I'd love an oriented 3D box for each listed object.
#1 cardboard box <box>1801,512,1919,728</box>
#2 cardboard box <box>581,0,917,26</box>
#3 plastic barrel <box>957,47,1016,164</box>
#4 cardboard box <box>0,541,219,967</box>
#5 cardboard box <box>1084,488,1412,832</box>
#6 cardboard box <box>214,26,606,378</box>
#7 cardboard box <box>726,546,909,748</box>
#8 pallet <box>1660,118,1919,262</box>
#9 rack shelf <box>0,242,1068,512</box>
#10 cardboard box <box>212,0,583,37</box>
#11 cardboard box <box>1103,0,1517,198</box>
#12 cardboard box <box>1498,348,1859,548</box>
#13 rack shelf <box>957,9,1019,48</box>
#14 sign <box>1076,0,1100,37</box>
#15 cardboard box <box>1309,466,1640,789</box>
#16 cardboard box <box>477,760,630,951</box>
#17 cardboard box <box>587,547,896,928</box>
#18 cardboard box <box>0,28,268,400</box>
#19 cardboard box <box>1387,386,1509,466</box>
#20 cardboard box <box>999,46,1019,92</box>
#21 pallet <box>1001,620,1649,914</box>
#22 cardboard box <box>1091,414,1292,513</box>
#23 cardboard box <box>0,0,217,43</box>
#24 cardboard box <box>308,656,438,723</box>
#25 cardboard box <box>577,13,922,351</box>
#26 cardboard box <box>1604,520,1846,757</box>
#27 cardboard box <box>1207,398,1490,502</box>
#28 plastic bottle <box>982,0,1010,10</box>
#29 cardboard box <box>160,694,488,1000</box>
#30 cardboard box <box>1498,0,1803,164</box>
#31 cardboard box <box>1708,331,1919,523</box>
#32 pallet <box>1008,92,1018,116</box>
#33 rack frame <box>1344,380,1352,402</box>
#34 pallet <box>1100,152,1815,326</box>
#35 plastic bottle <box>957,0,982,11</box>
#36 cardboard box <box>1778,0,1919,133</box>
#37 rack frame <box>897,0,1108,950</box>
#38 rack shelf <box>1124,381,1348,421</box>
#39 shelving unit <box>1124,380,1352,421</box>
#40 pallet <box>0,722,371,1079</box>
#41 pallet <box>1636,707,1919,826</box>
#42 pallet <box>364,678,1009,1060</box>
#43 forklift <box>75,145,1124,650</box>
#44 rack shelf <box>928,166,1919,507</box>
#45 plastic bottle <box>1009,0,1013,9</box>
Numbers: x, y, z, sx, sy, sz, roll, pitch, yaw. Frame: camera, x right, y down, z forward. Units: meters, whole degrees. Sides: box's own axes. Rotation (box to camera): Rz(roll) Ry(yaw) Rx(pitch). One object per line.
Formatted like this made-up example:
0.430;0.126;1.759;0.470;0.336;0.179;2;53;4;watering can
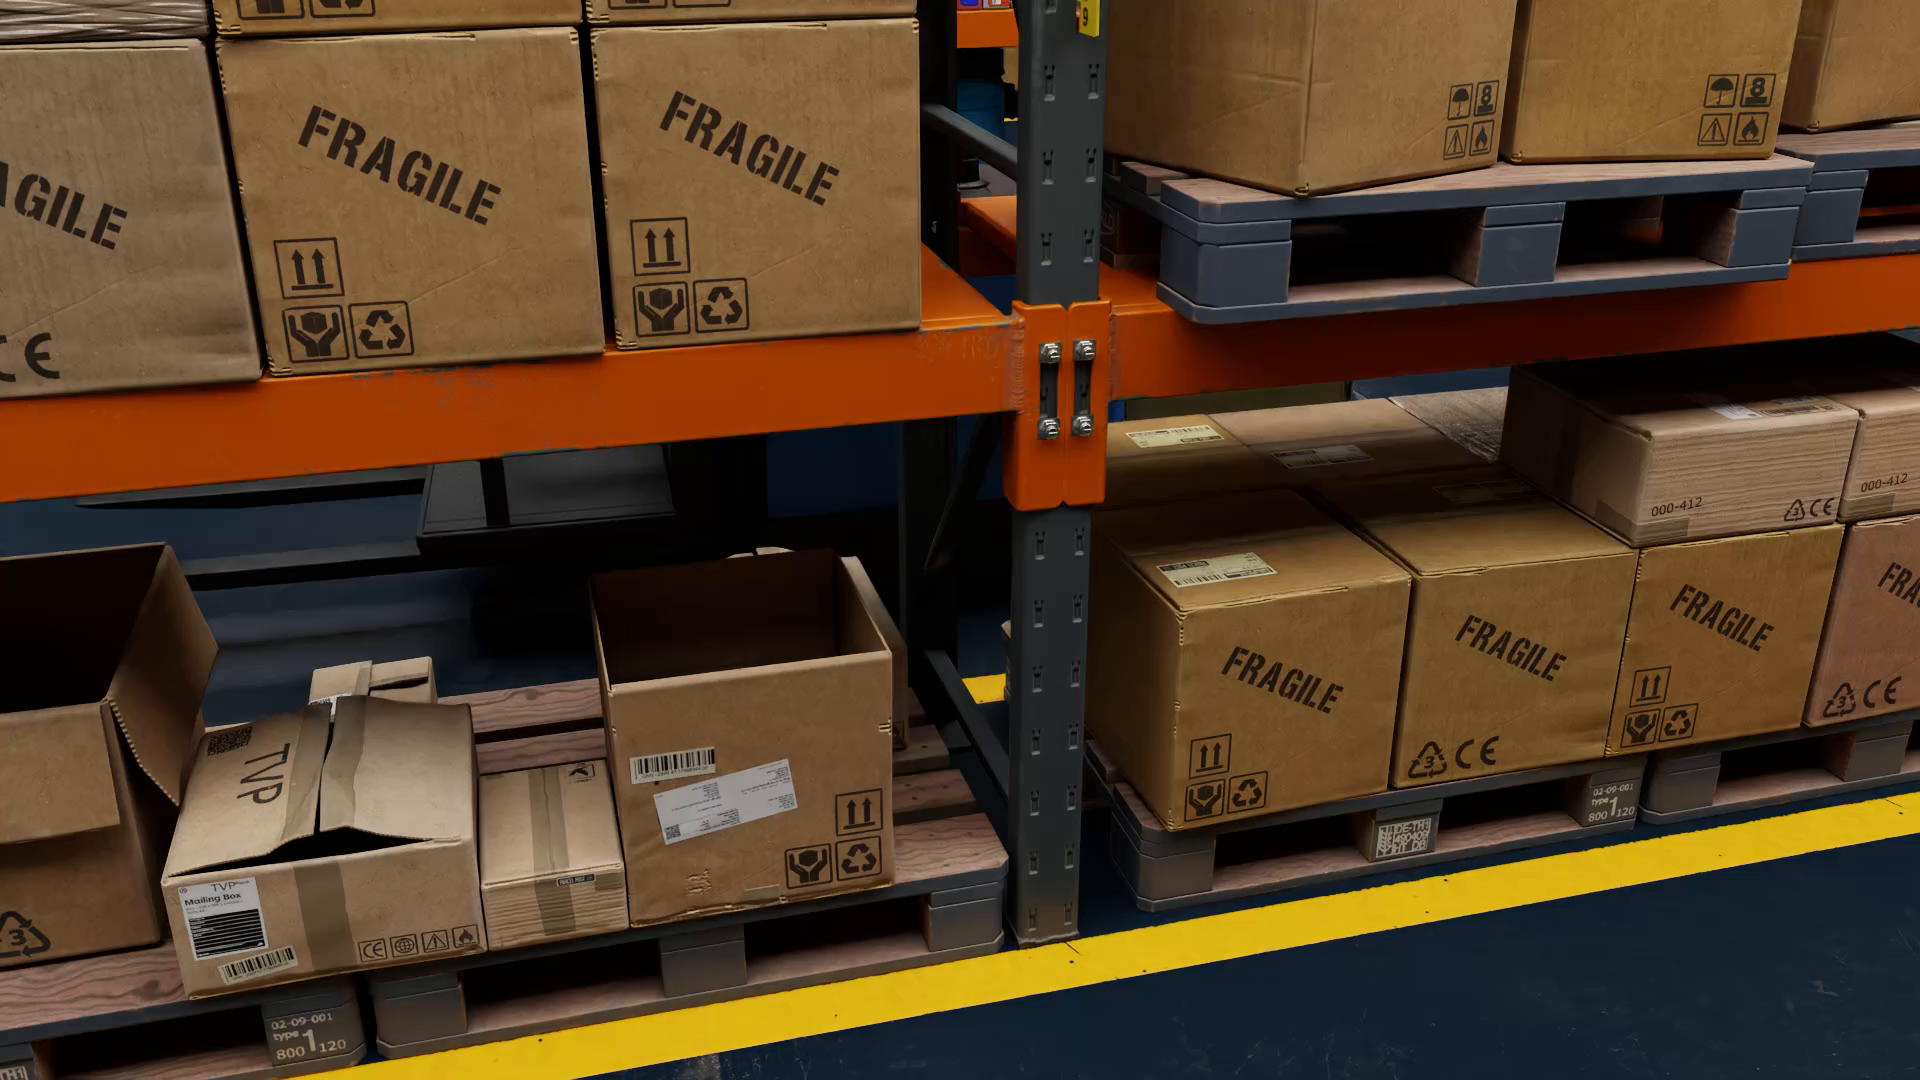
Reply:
2.057;0.069;3.896;0.500;0.500;0.500;-7;24;-16;cardboard box
-0.372;-1.106;2.629;0.500;0.500;0.500;-6;24;-14;cardboard box
-0.079;-1.990;8.211;0.708;0.901;0.600;-6;24;-14;plastic barrel
-1.763;0.394;3.136;0.637;0.503;0.797;-6;24;-14;cardboard box
0.576;0.234;3.512;0.500;0.500;0.500;-7;24;-17;cardboard box
-0.863;-0.593;2.701;0.500;0.500;0.500;-6;24;-13;cardboard box
-0.418;0.243;3.732;0.500;0.311;0.500;-6;24;-14;cardboard box
2.025;-0.882;3.745;1.213;0.211;1.003;-6;24;-14;pallet
-1.881;-0.209;2.846;4.000;0.370;1.077;-6;24;-14;rack shelf
-0.865;-1.051;2.500;0.500;0.500;0.500;-7;24;-15;cardboard box
0.561;-0.958;3.018;0.500;0.500;0.700;-16;28;-32;cardboard box
1.539;-0.217;3.612;0.500;0.250;0.500;-6;24;-14;cardboard box
0.636;-2.516;8.223;4.000;0.370;1.077;-6;24;-14;rack shelf
0.199;-0.946;2.552;0.005;0.325;0.100;-6;24;-14;sign
1.087;0.173;3.654;0.500;0.500;0.500;-6;24;-14;cardboard box
-0.772;0.586;3.138;0.250;0.149;0.380;-6;24;-14;cardboard box
-0.427;0.362;3.215;0.500;0.500;0.500;-6;24;-14;cardboard box
-1.357;-0.537;2.571;0.500;0.500;0.500;-6;24;-13;cardboard box
1.404;-0.071;4.223;0.500;0.500;0.500;-6;24;-14;cardboard box
0.554;-4.091;13.143;0.875;0.875;1.225;-7;24;-17;cardboard box
0.818;0.427;3.986;1.213;0.211;1.003;-6;24;-14;pallet
0.443;0.032;3.983;0.500;0.500;0.500;-6;24;-15;cardboard box
-1.350;-0.997;2.375;0.500;0.500;0.500;-6;24;-14;cardboard box
-1.248;0.405;3.537;0.250;0.166;0.380;-6;24;-14;cardboard box
-0.367;-0.648;2.830;0.500;0.500;0.500;-6;24;-13;cardboard box
1.570;0.123;3.771;0.500;0.500;0.500;-6;24;-14;cardboard box
0.921;-0.017;4.098;0.500;0.500;0.500;-6;24;-14;cardboard box
0.151;-2.580;7.617;0.135;0.276;0.152;-6;24;-14;plastic bottle
-1.149;0.529;3.066;0.500;0.311;0.500;-6;24;-14;cardboard box
1.206;-1.055;3.245;0.500;0.500;0.700;-3;23;-6;cardboard box
2.022;-0.270;3.737;0.500;0.250;0.500;-7;24;-15;cardboard box
0.444;-3.604;13.381;1.213;0.211;1.003;-6;24;-14;pallet
1.150;-0.791;5.191;0.023;1.500;0.400;-5;24;-12;rack frame
0.844;-0.708;3.341;1.213;0.211;1.003;-6;24;-14;pallet
0.034;-2.552;7.542;0.133;0.283;0.061;-6;24;-14;plastic bottle
1.729;-1.204;3.592;0.500;0.500;0.700;-13;26;-28;cardboard box
0.045;-0.753;3.201;0.127;3.000;1.000;-6;24;-14;rack frame
0.793;-0.458;5.243;0.720;0.370;0.431;-5;24;-12;rack shelf
0.793;-0.758;5.115;0.755;1.500;0.431;-5;24;-12;shelving unit
-1.793;0.733;3.275;1.213;0.211;1.003;-6;24;-14;pallet
1.995;0.296;4.292;1.213;0.211;1.003;-6;24;-14;pallet
-0.617;0.601;3.581;1.213;0.211;1.003;-6;24;-14;pallet
-1.086;-1.275;4.503;3.031;2.935;1.130;-5;24;-12;forklift
1.971;-0.635;3.839;4.000;0.370;1.077;-6;24;-14;rack shelf
0.270;-2.548;7.636;0.097;0.201;0.097;0;23;0;plastic bottle
